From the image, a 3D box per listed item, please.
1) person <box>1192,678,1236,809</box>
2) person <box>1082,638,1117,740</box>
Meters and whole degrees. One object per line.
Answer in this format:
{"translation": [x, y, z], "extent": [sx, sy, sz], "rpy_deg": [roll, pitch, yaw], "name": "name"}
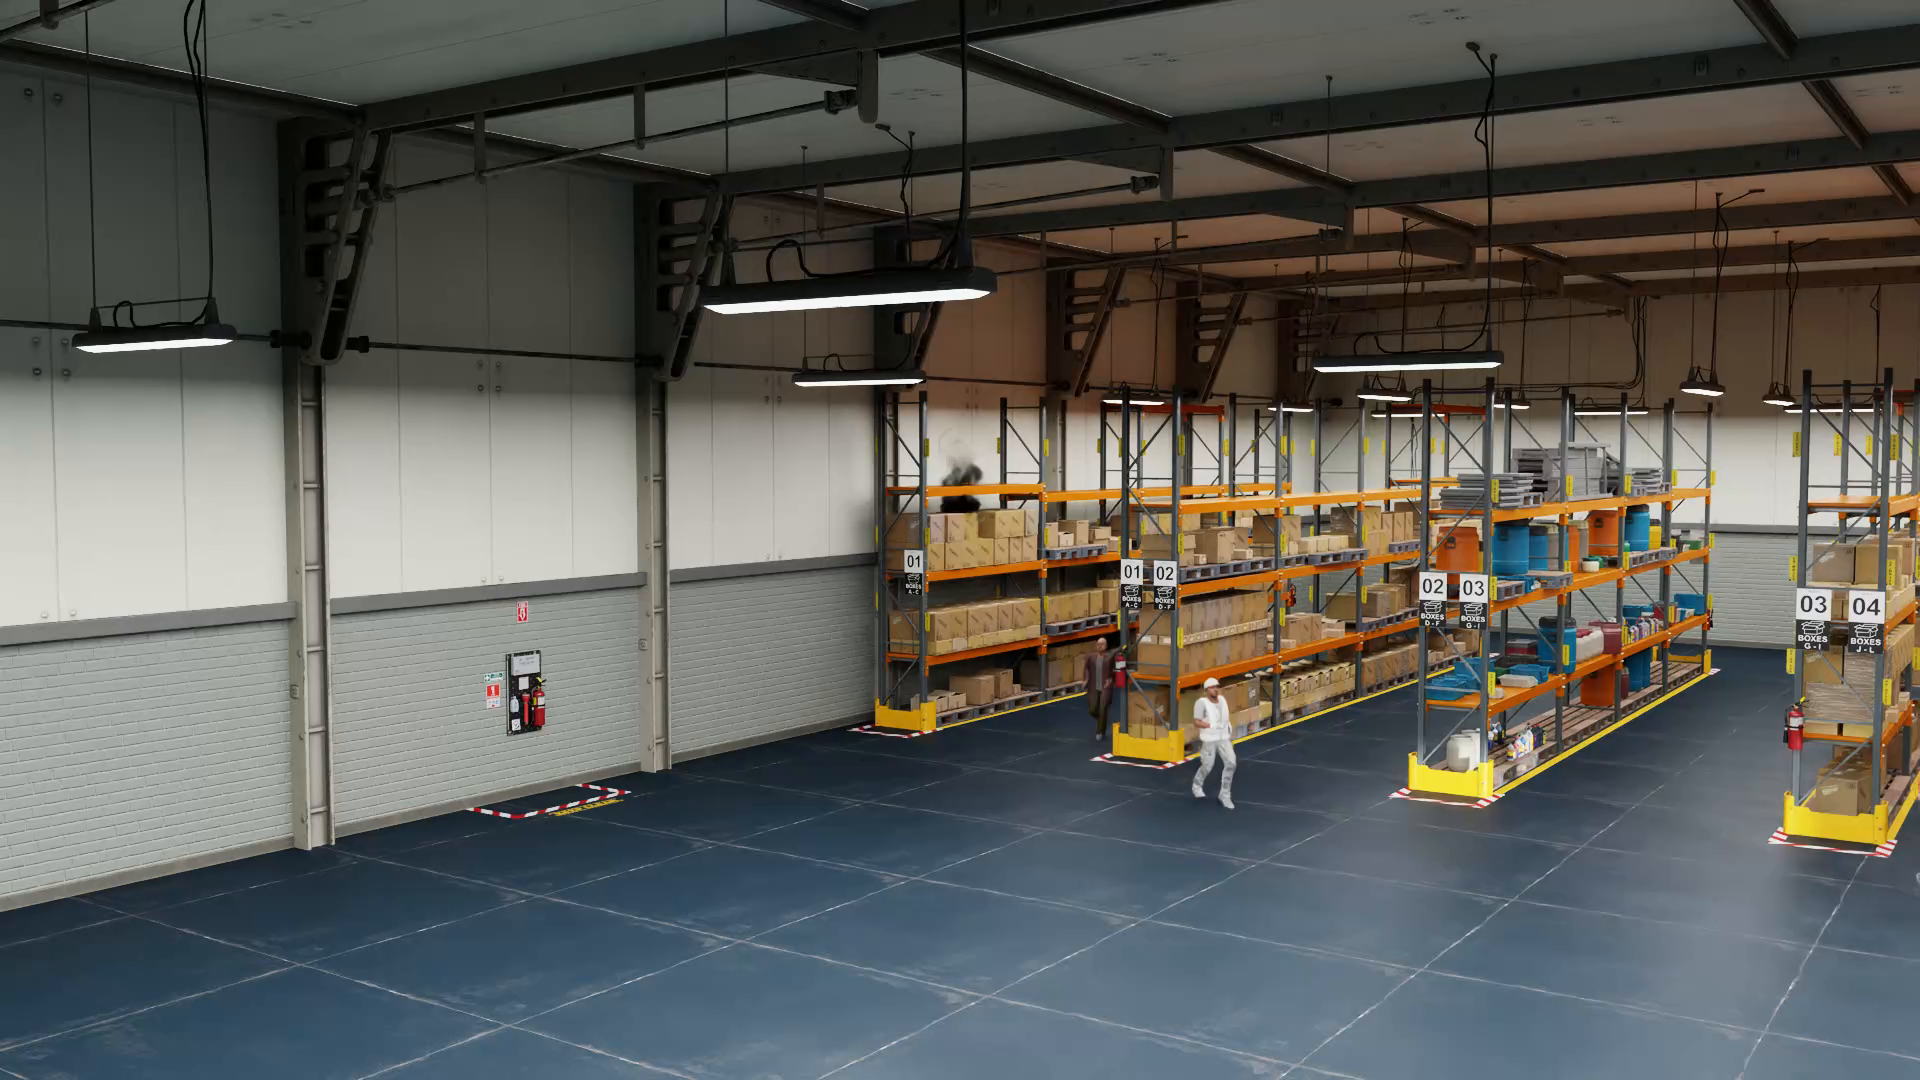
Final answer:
{"translation": [3.571, 2.836, 23.345], "extent": [0.691, 1.818, 0.775], "rpy_deg": [-1, 3, -24], "name": "person"}
{"translation": [2.440, 2.598, 28.636], "extent": [0.709, 1.652, 0.640], "rpy_deg": [1, 3, 20], "name": "person"}
